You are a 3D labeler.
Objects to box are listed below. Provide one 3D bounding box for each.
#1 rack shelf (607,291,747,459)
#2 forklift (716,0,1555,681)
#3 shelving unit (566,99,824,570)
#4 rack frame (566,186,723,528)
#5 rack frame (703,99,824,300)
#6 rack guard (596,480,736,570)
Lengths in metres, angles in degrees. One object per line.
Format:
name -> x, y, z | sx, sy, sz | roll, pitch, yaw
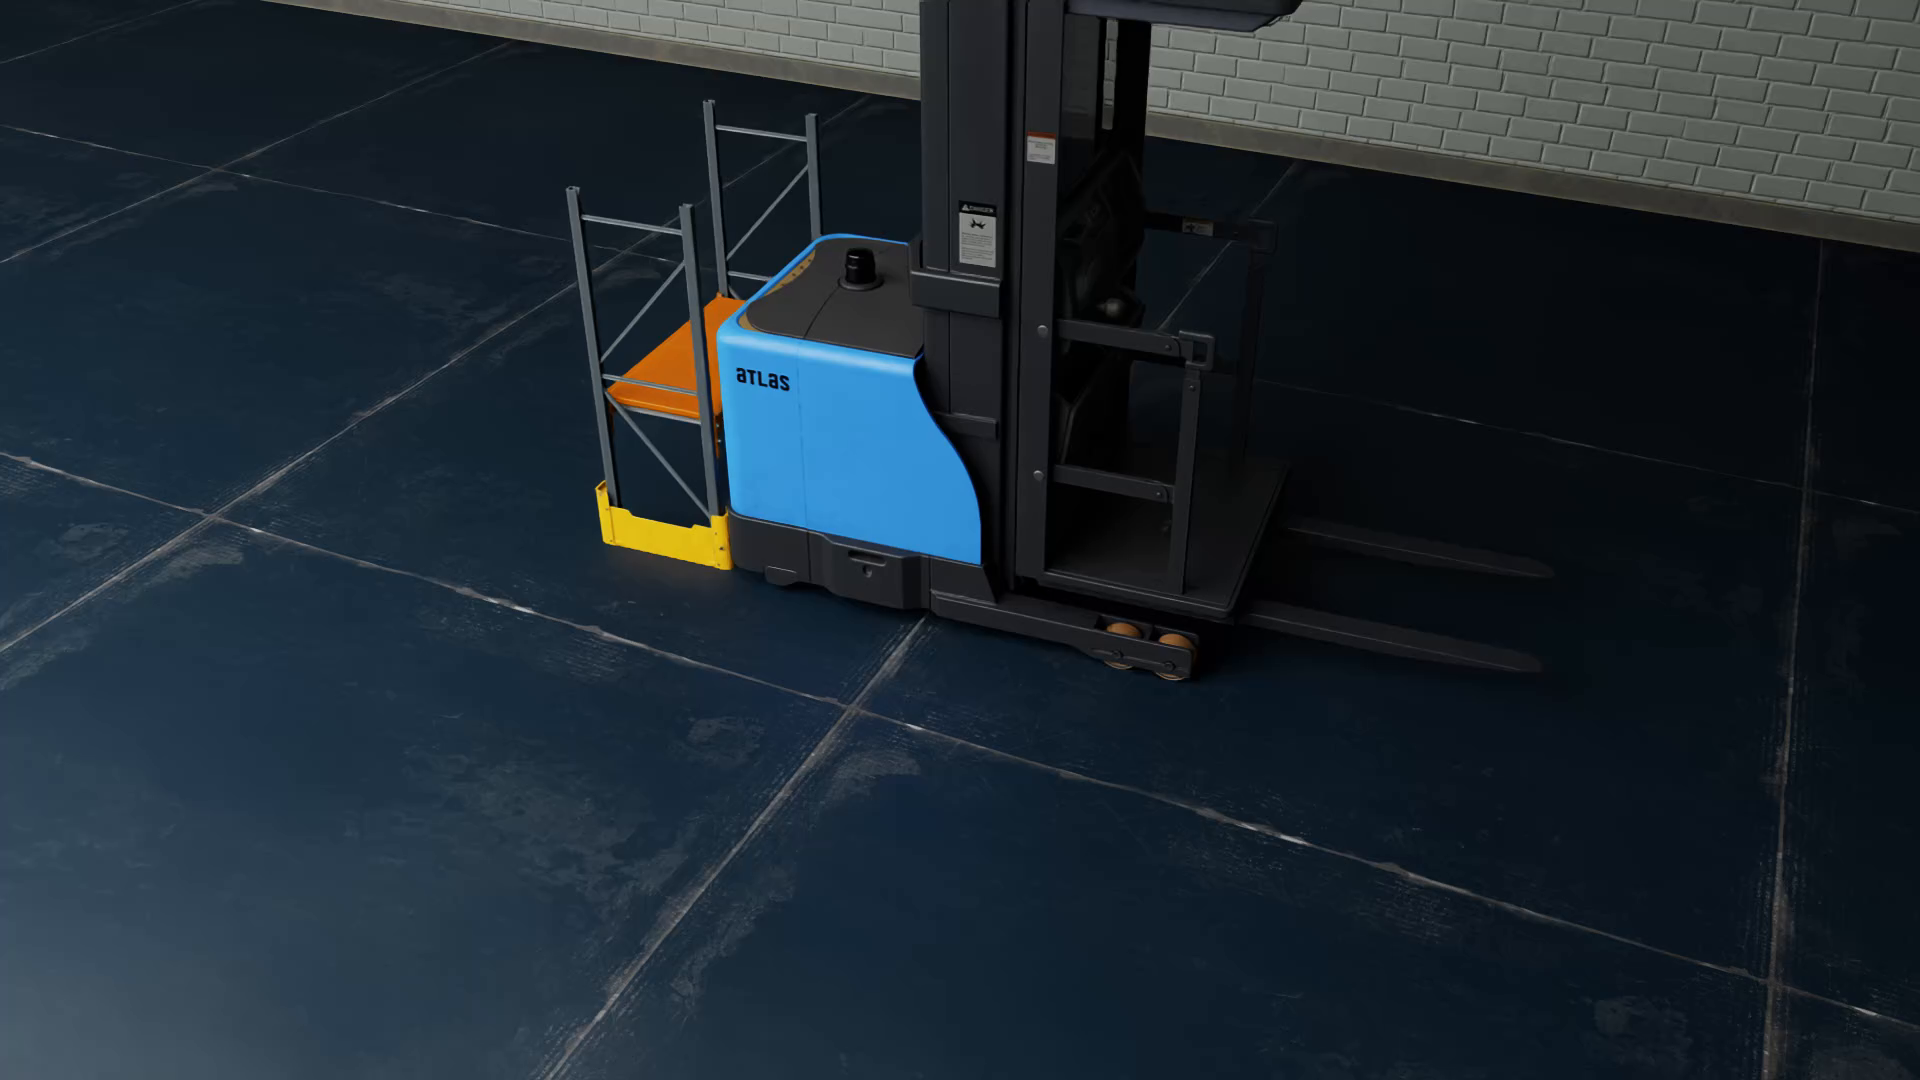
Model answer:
rack shelf -> -0.983, -0.691, 6.765 | 0.538, 0.185, 1.000 | 12, 35, 17
forklift -> 0.677, -1.050, 5.679 | 3.031, 2.935, 1.130 | 12, 35, 17
shelving unit -> -0.986, -0.837, 6.659 | 0.587, 1.500, 1.083 | 12, 35, 17
rack frame -> -1.165, -0.582, 6.269 | 0.500, 1.500, 0.032 | 12, 35, 17
rack frame -> -0.800, -1.102, 7.063 | 0.500, 1.500, 0.032 | 12, 35, 17
rack guard -> -1.165, -0.060, 6.613 | 0.587, 0.250, 0.087 | 12, 35, 17
